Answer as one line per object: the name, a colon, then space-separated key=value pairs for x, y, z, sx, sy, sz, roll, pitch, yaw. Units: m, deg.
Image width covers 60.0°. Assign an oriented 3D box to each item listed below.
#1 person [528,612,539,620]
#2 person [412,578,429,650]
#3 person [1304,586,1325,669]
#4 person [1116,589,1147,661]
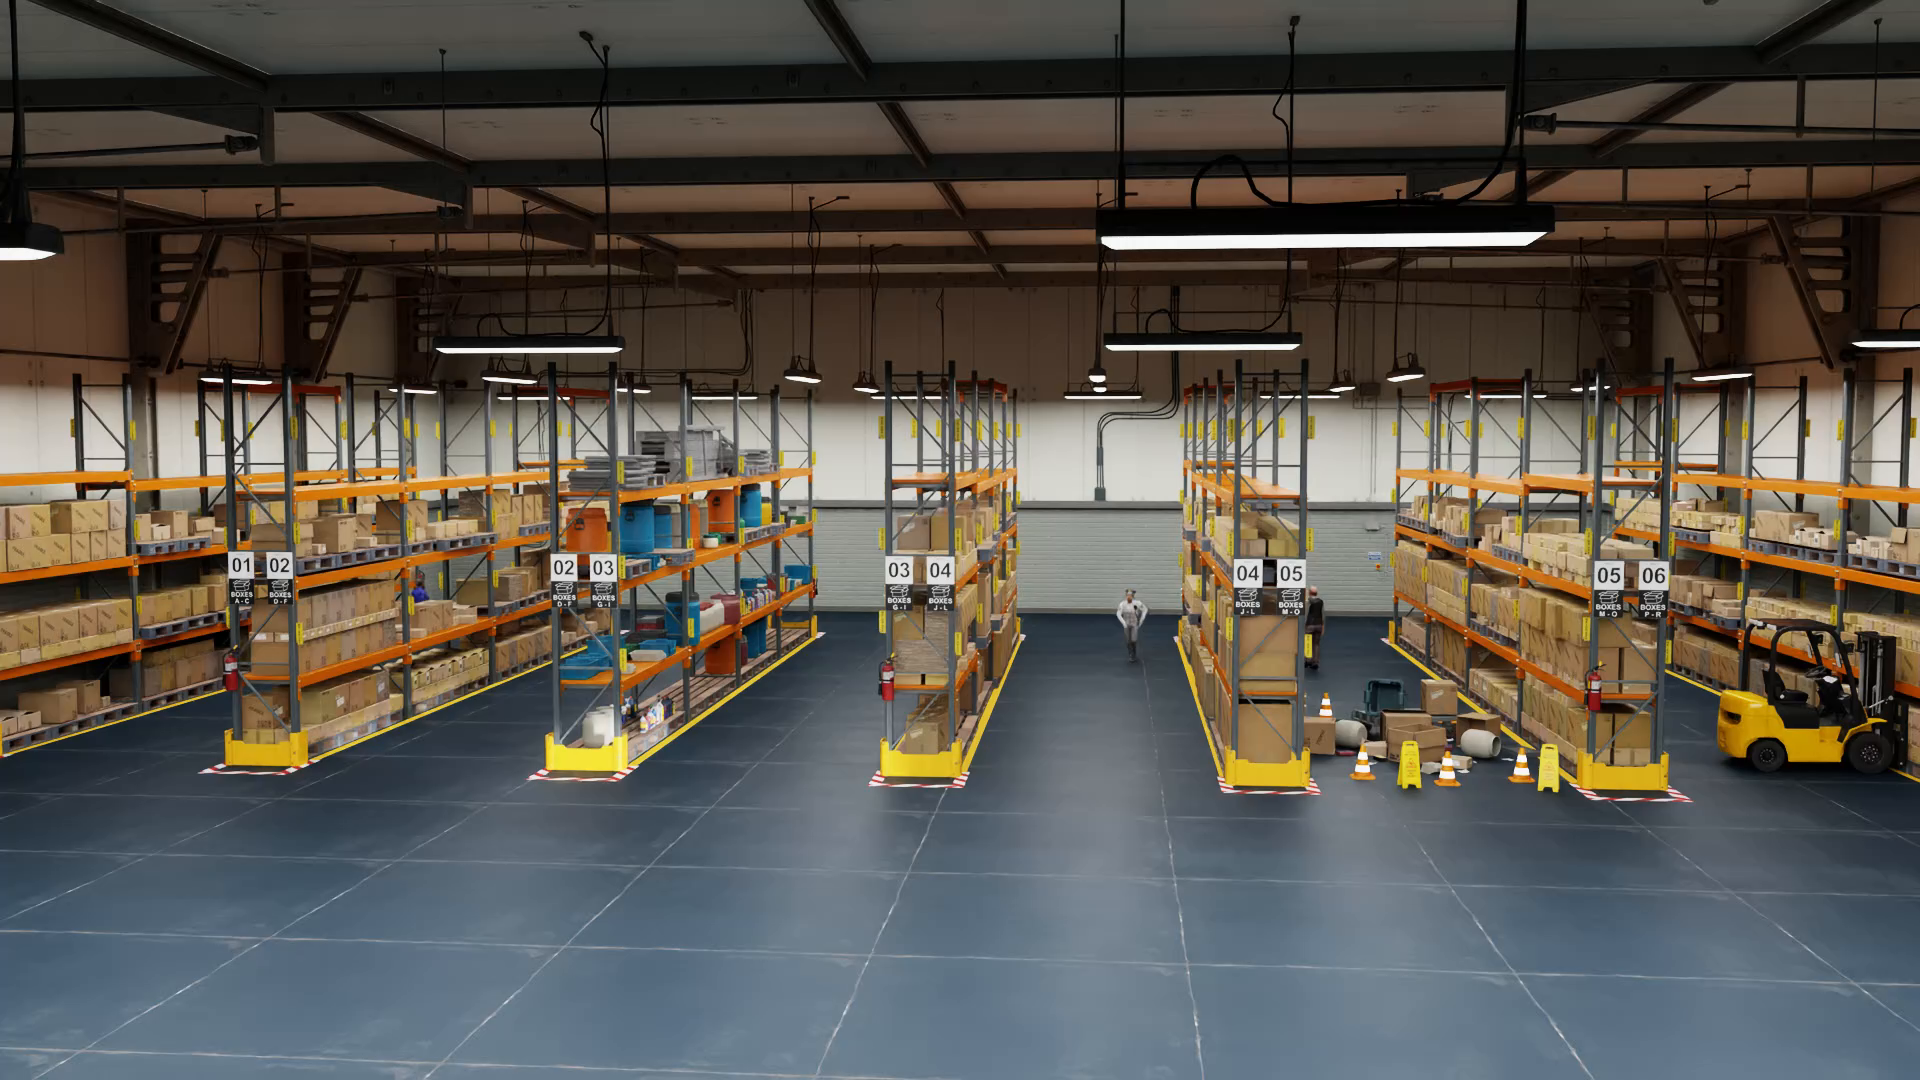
person: x=-11.339 y=1.221 z=44.057 sx=1.003 sy=1.745 sz=0.584 roll=3 pitch=5 yaw=40
person: x=-12.292 y=1.689 z=37.809 sx=0.489 sy=1.658 sz=0.459 roll=3 pitch=5 yaw=34
person: x=7.420 y=1.853 z=35.015 sx=0.567 sy=1.745 sz=0.390 roll=-2 pitch=4 yaw=-22
person: x=3.729 y=1.837 z=36.035 sx=0.648 sy=1.603 sz=0.696 roll=1 pitch=4 yaw=15
